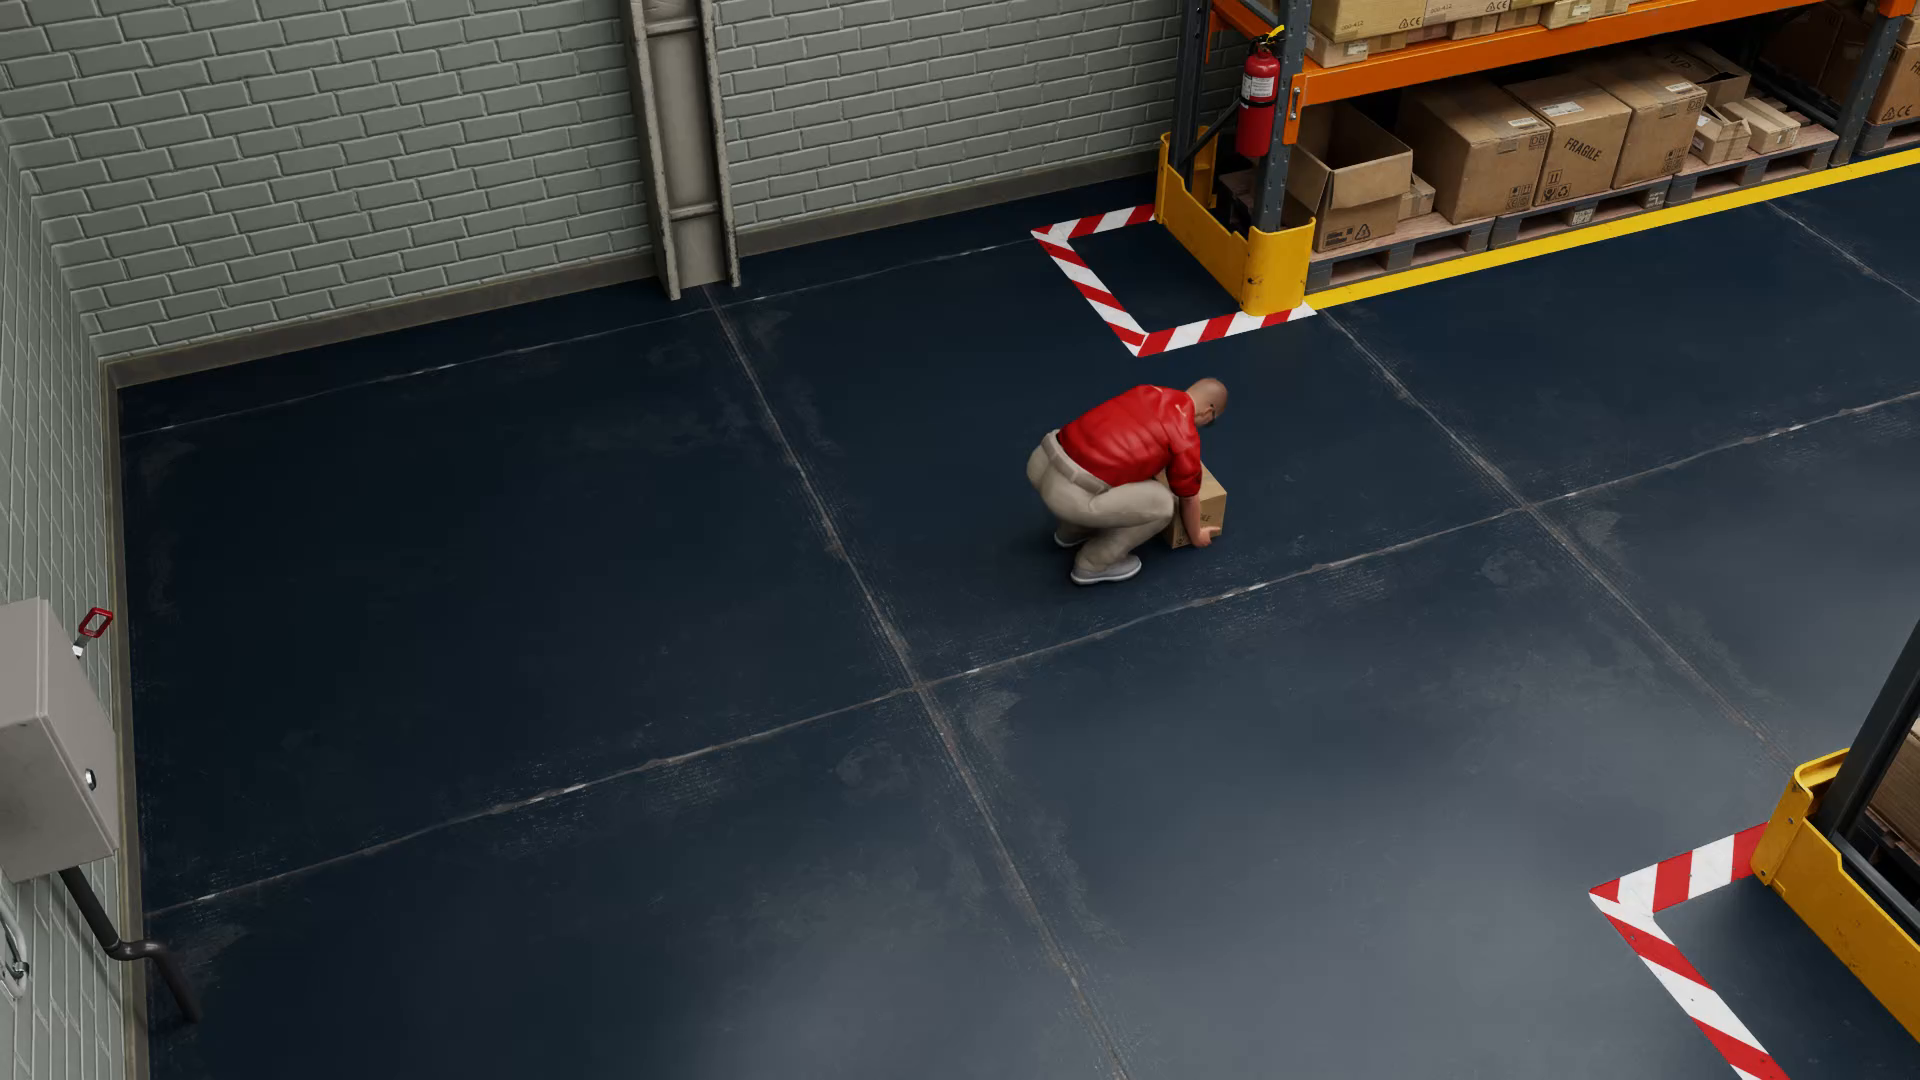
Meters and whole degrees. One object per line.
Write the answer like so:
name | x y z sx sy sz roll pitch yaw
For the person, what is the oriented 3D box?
person | 0.738 -0.260 7.209 0.935 0.786 0.523 -16 44 -18
